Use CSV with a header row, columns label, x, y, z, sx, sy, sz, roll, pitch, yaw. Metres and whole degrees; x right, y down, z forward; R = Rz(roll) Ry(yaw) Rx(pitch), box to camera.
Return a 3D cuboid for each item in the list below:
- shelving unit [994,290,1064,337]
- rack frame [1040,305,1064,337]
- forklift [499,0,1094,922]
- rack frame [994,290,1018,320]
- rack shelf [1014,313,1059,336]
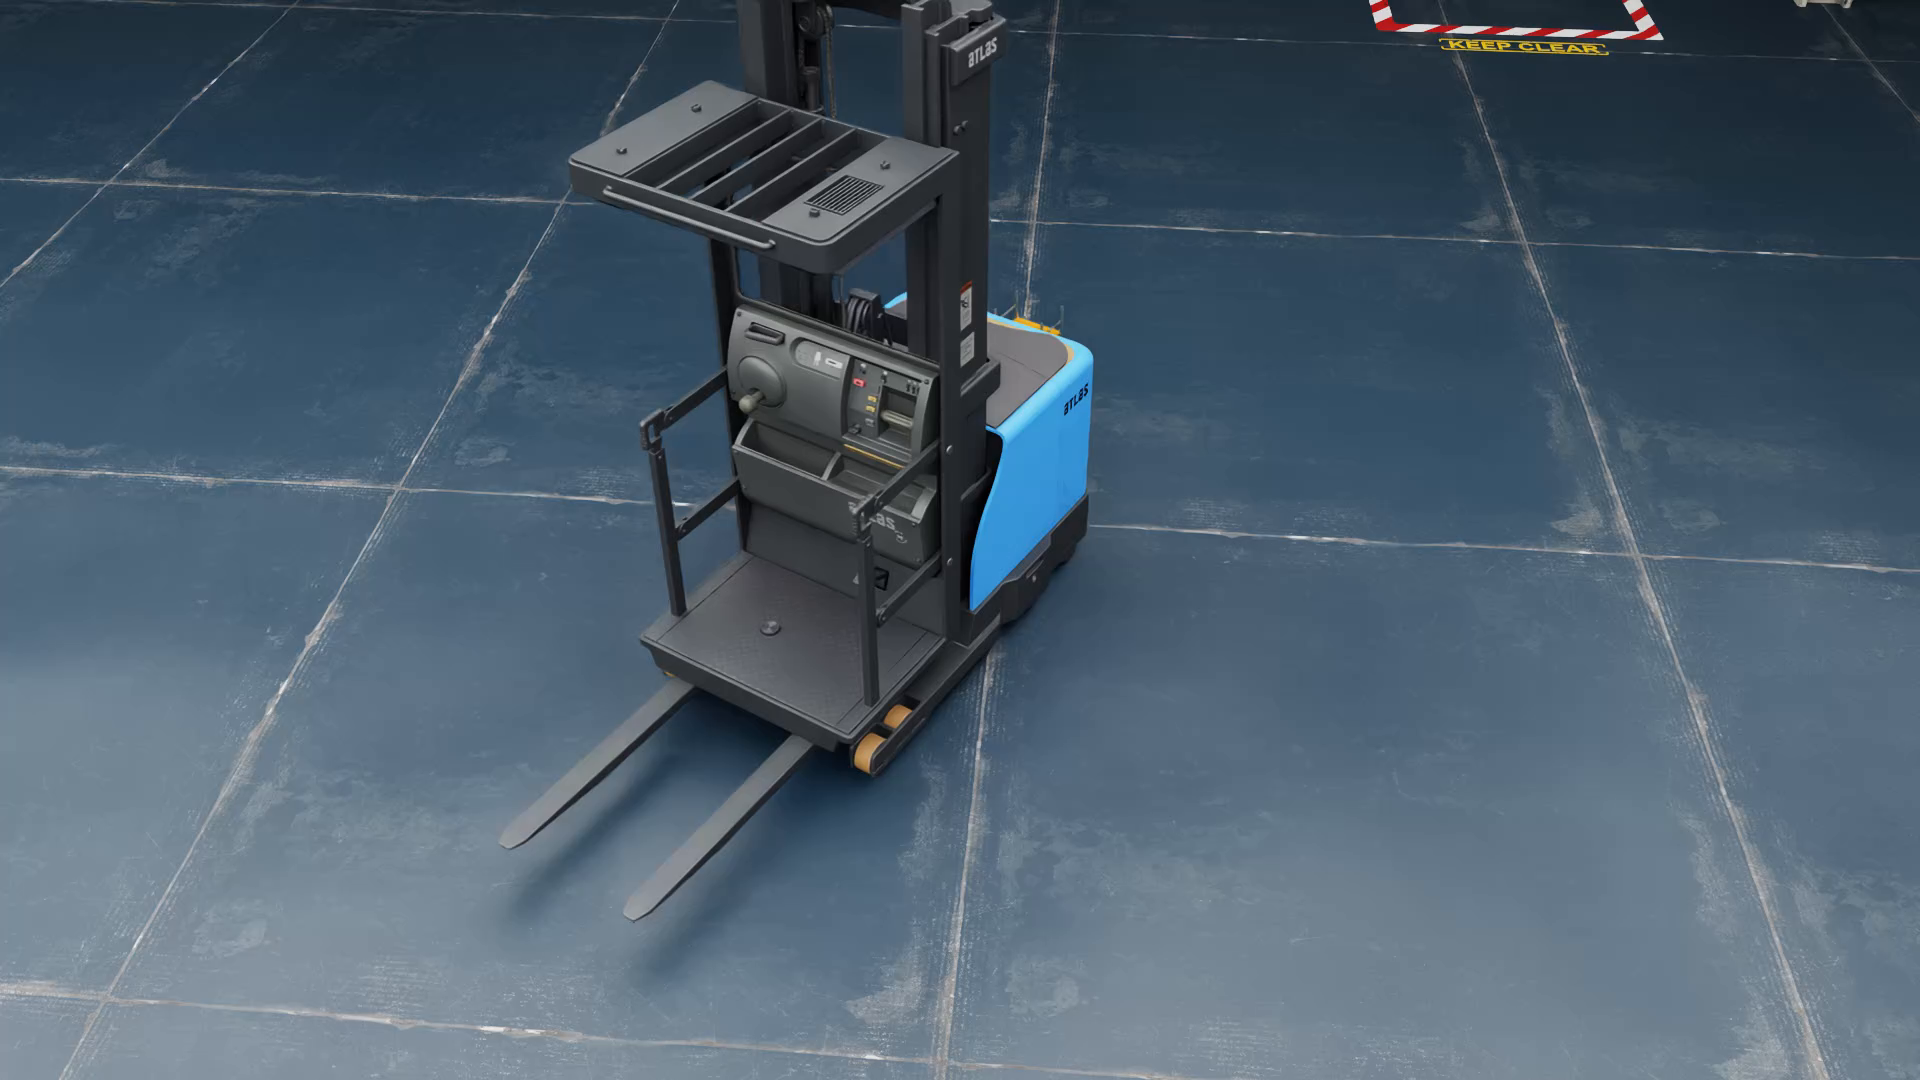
label,x,y,z,sx,sy,sz,roll,pitch,yaw
shelving unit,0.313,-0.649,7.886,0.252,1.050,0.215,22,44,25
rack frame,0.415,-0.608,7.835,0.008,1.050,0.200,22,44,25
forklift,-0.620,-0.527,6.247,1.130,2.935,3.031,22,44,25
rack frame,0.210,-0.691,7.937,0.008,1.050,0.200,22,44,25
rack shelf,0.313,-0.861,7.714,0.240,0.259,0.215,22,44,25
